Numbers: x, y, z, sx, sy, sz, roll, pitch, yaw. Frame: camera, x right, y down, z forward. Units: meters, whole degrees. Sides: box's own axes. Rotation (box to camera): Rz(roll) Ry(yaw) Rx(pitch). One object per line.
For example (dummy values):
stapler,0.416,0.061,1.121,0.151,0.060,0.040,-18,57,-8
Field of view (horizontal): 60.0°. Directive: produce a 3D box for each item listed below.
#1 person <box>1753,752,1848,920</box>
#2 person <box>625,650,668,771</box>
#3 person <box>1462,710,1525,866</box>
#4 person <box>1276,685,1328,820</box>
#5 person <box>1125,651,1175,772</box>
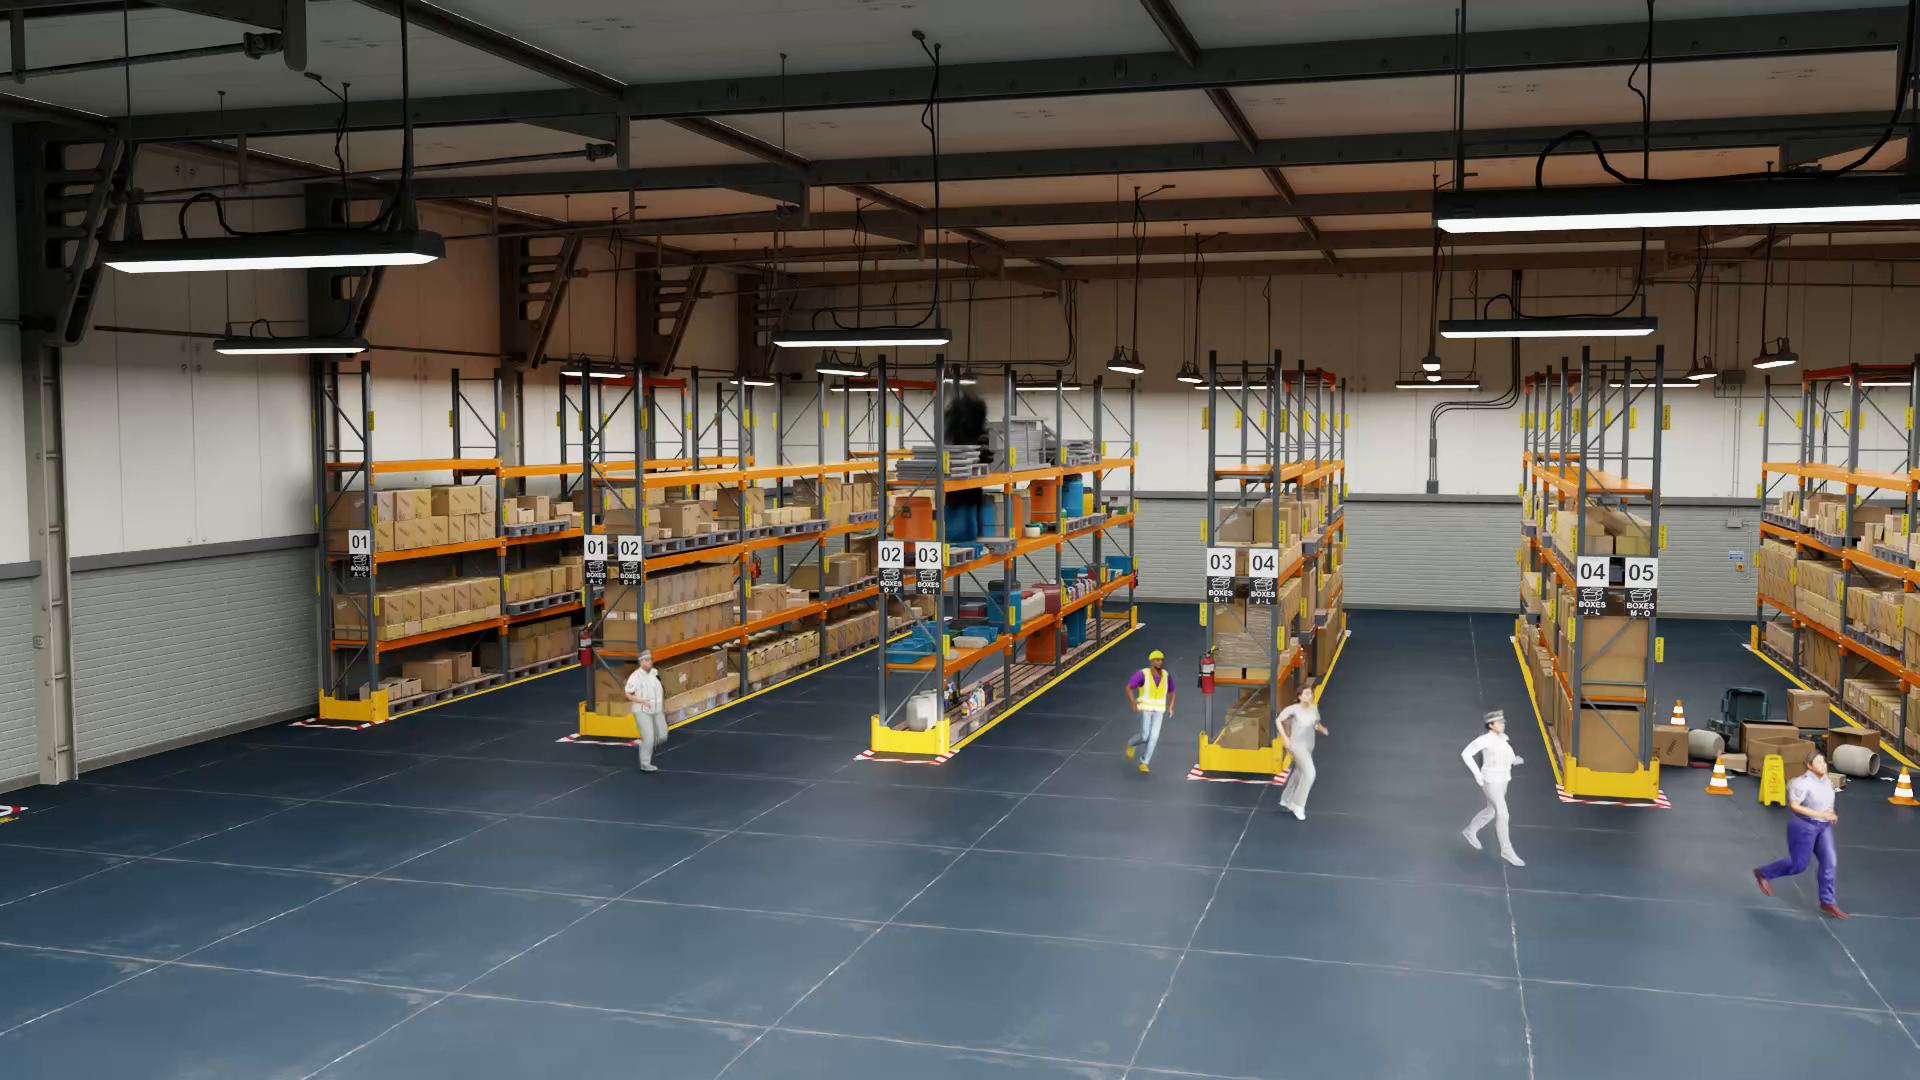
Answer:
person,8.677,2.976,17.048,0.615,1.655,0.914,-2,5,-27
person,-4.459,2.431,23.811,0.615,1.733,0.658,4,5,41
person,6.105,2.781,18.980,0.599,1.711,0.876,-3,5,-38
person,4.341,2.667,21.075,0.561,1.698,0.726,-3,5,-35
person,2.775,2.444,23.945,0.749,1.698,0.688,-1,4,-13
